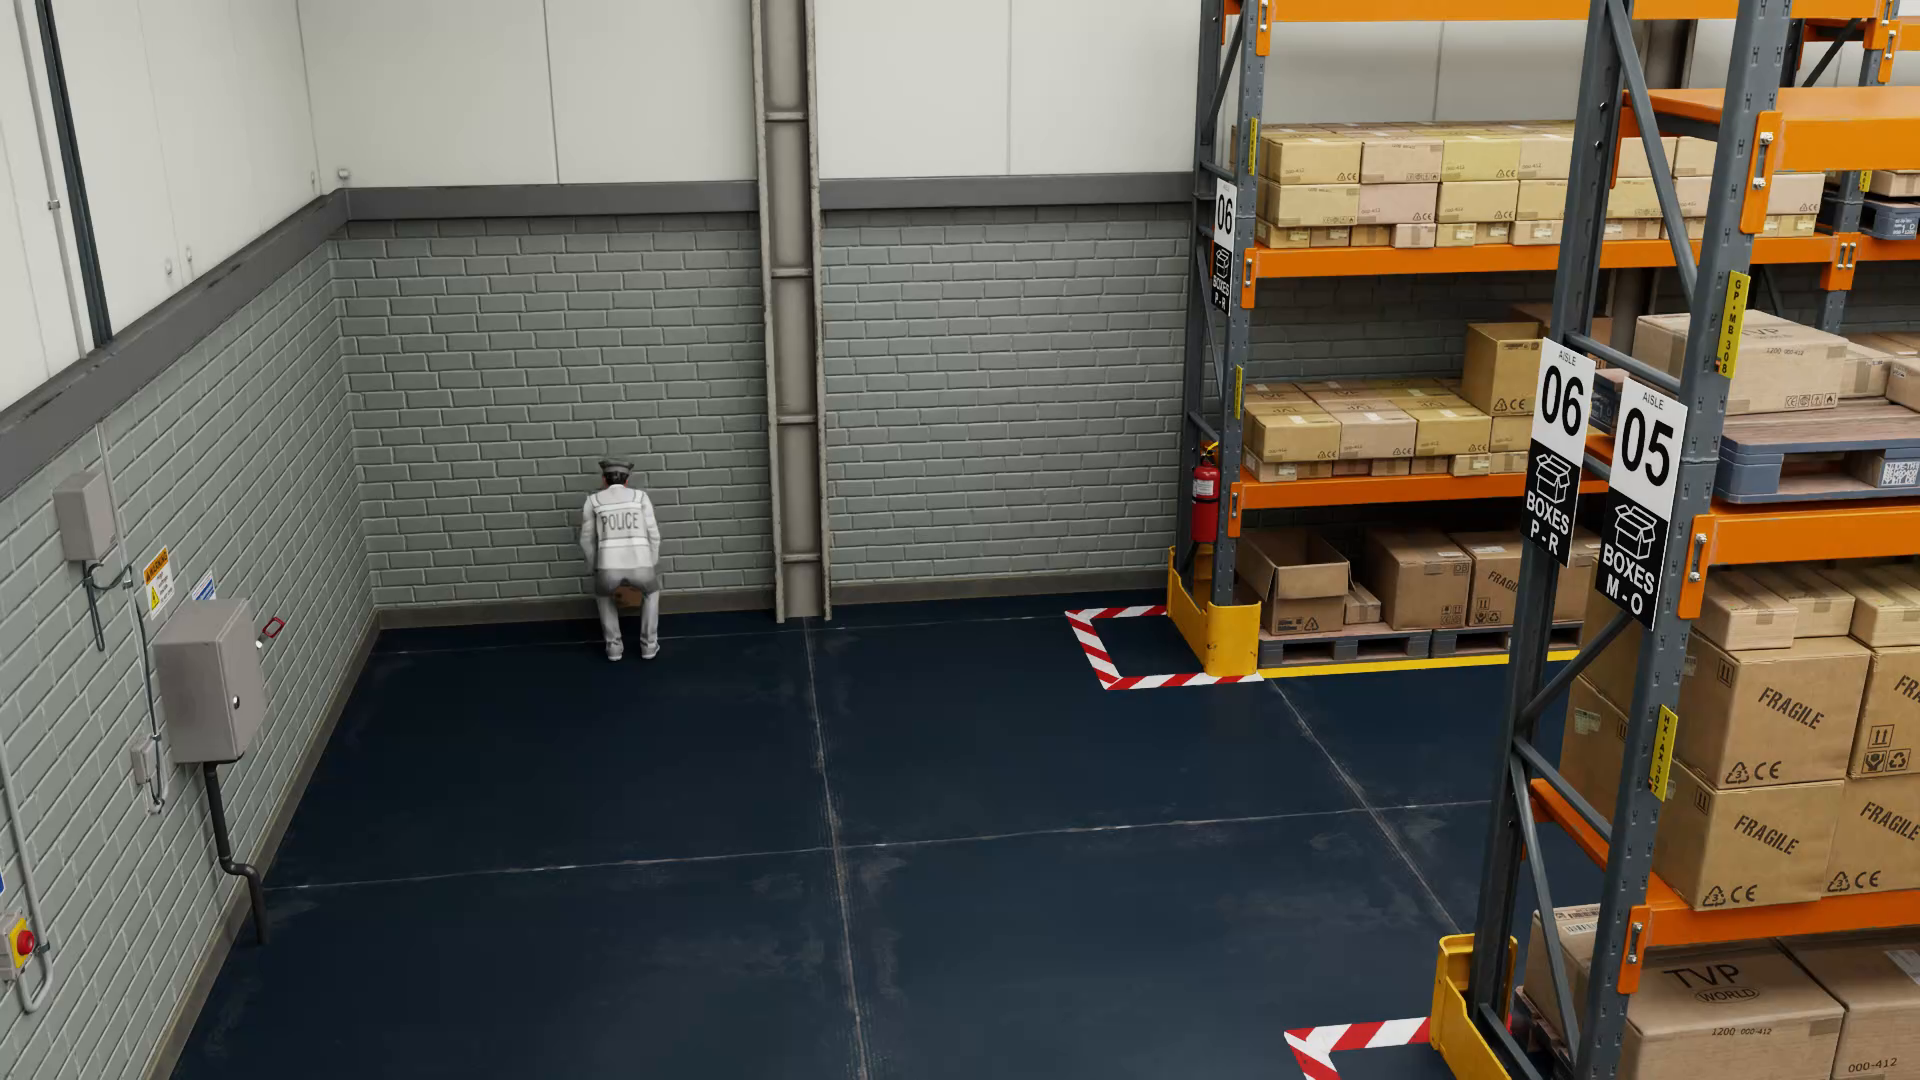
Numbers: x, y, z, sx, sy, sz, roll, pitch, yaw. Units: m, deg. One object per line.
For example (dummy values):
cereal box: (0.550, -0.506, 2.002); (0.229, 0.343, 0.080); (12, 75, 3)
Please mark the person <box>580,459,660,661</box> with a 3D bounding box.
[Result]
person: (-2.286, 0.139, 11.205); (0.534, 1.322, 0.737); (-3, 20, -7)
